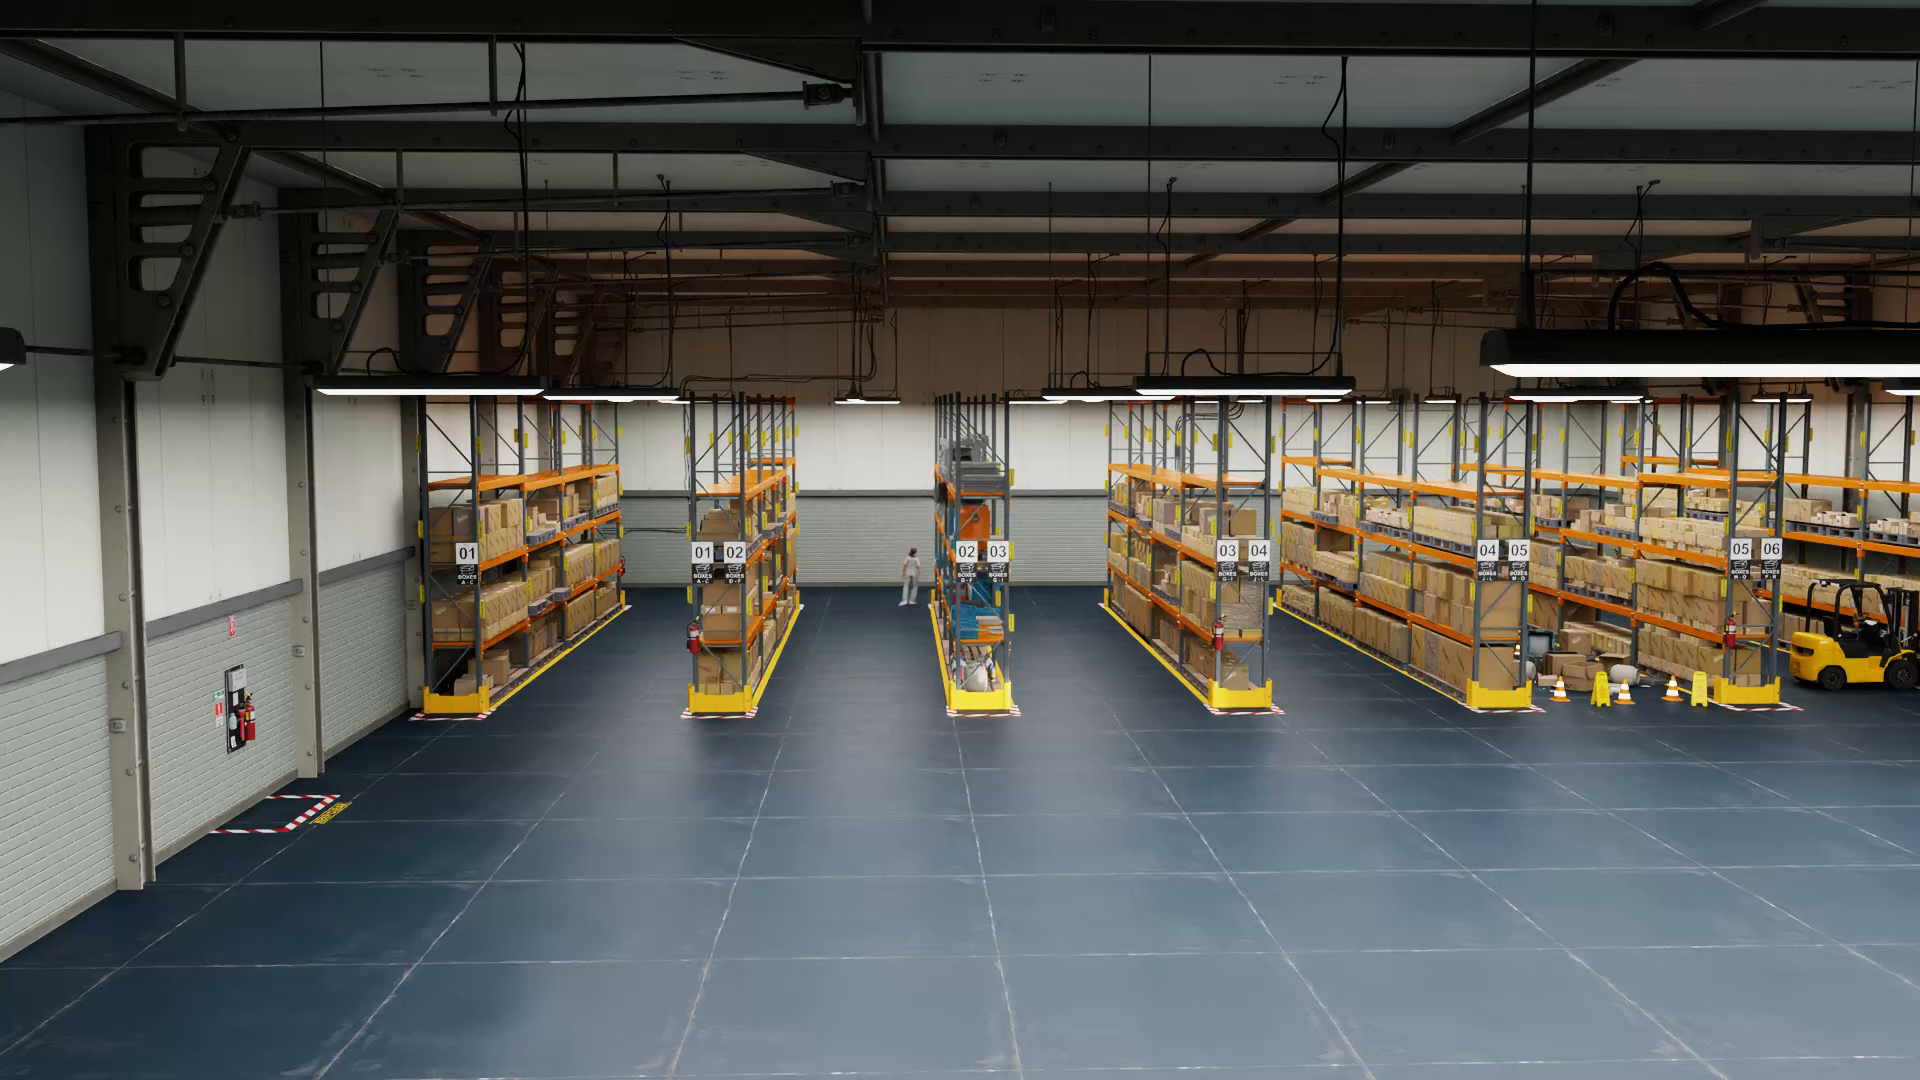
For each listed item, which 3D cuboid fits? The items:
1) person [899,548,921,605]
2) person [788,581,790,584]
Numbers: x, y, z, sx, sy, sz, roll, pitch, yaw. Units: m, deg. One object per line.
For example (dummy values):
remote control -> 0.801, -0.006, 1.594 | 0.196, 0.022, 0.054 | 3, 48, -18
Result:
person -> -1.438, 1.055, 48.160 | 0.616, 1.669, 0.563 | 1, 5, 10
person -> -5.208, 1.059, 48.320 | 0.862, 1.618, 0.595 | 0, 5, 2
